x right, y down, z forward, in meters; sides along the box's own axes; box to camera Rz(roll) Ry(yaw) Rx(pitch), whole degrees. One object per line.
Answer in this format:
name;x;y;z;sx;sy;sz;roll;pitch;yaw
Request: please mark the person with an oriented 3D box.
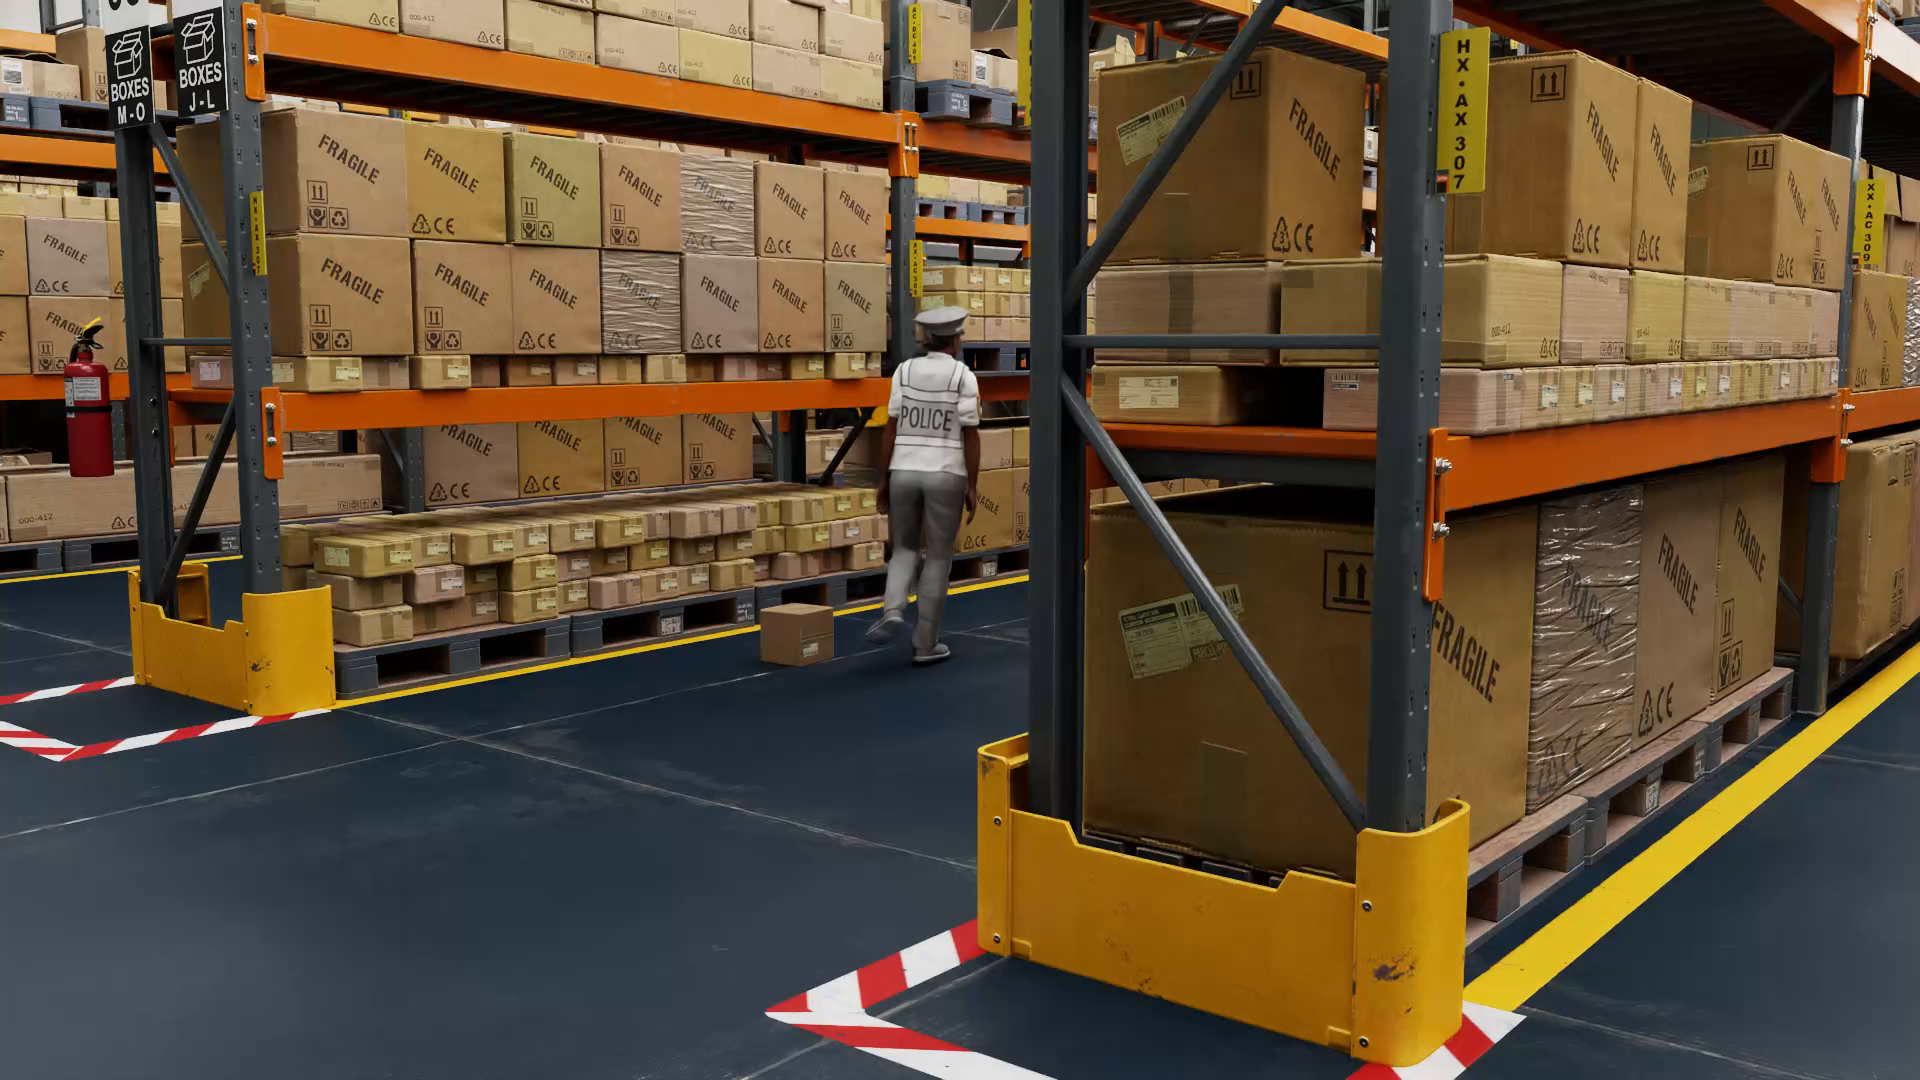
person;-0.165;-0.260;7.807;0.522;1.672;0.481;2;7;17
